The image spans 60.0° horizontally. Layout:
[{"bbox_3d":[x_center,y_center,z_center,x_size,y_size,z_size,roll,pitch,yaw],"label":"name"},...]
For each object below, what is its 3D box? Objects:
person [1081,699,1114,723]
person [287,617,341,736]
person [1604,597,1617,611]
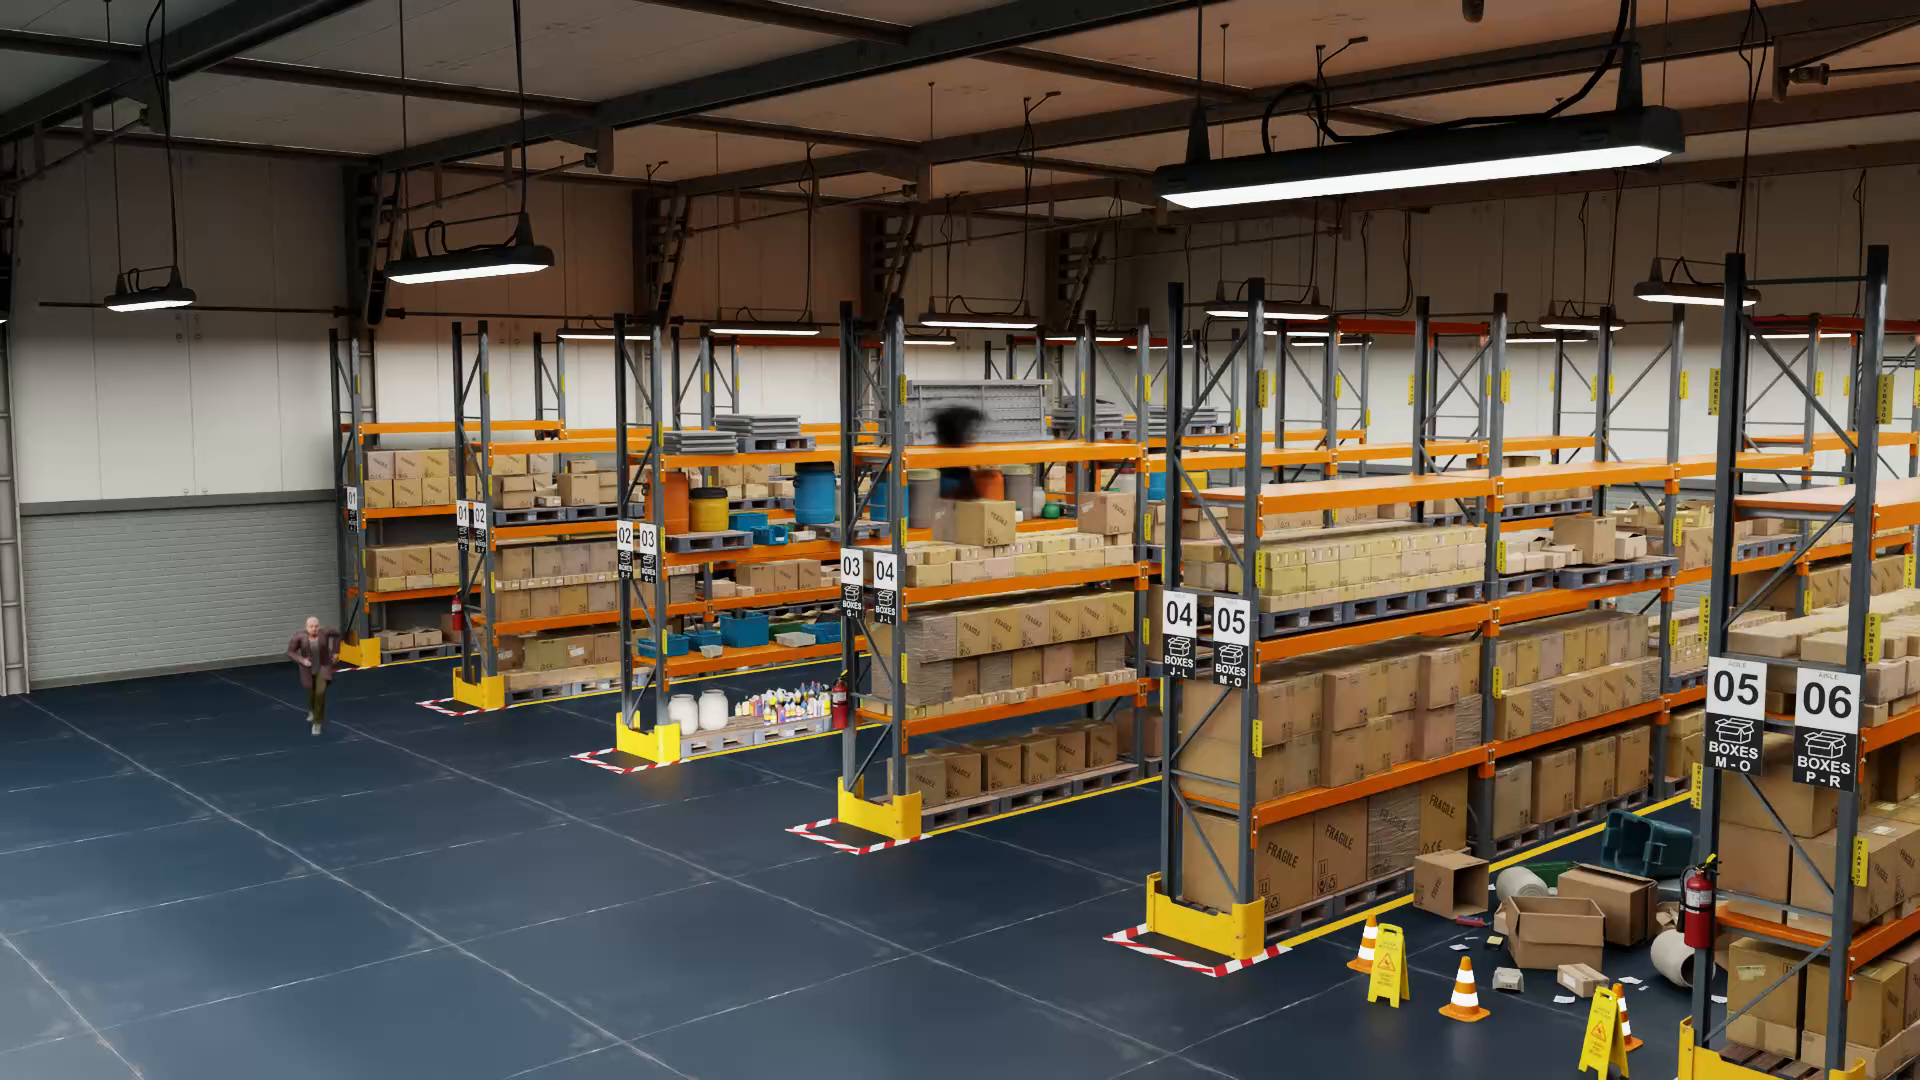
[{"bbox_3d":[1.968,1.920,24.033,0.706,1.765,0.714,-5,8,-41],"label":"person"},{"bbox_3d":[-9.440,1.940,24.346,0.747,1.748,1.062,-2,6,-22],"label":"person"},{"bbox_3d":[10.459,1.728,26.765,0.610,1.627,0.503,4,7,35],"label":"person"}]
